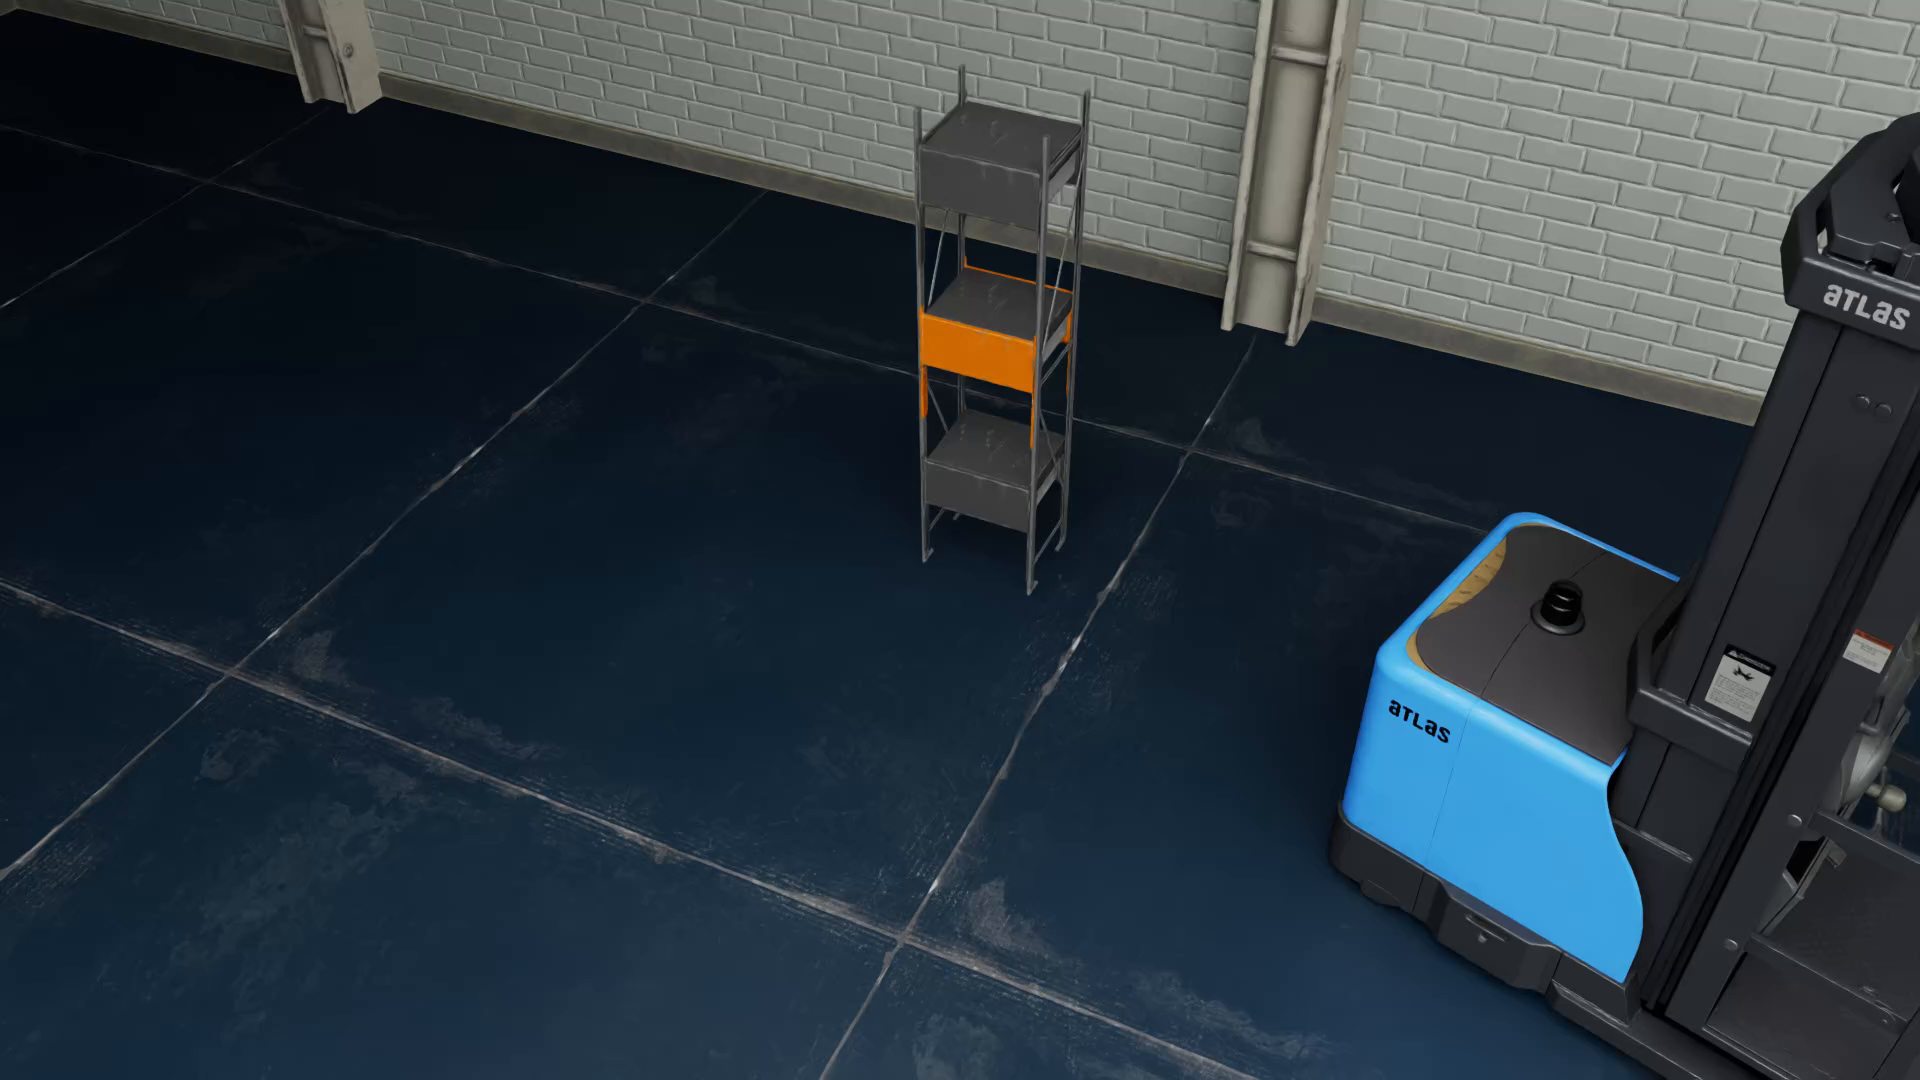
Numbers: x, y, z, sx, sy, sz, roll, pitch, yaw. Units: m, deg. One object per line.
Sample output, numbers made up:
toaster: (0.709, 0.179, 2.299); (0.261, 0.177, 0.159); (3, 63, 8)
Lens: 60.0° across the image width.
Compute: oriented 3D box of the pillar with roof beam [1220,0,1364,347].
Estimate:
pillar with roof beam: (-0.248, -1.964, 2.645); (0.400, 9.000, 9.100); (17, 44, 19)

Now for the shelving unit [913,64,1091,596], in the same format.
shelving unit: (0.150, -0.748, 6.509); (0.503, 2.100, 0.431); (17, 44, 19)

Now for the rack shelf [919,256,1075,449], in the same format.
rack shelf: (0.150, -0.737, 6.518); (0.480, 0.518, 0.431); (17, 44, 19)

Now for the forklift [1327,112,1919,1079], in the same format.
forklift: (2.739, 0.453, 4.490); (3.031, 2.935, 1.130); (30, 49, 30)

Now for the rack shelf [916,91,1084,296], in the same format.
rack shelf: (0.150, -1.266, 6.060); (0.480, 0.518, 0.431); (17, 44, 19)

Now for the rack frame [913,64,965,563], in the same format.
rack frame: (-0.071, -0.815, 6.587); (0.015, 2.100, 0.400); (17, 44, 19)

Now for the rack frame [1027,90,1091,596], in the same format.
rack frame: (0.371, -0.680, 6.431); (0.015, 2.100, 0.400); (17, 44, 19)

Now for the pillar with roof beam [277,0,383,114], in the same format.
pillar with roof beam: (-5.685, -3.626, 4.562); (0.400, 9.000, 9.100); (17, 44, 19)

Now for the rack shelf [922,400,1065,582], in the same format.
rack shelf: (0.150, -0.208, 6.977); (0.480, 0.518, 0.431); (17, 44, 19)
